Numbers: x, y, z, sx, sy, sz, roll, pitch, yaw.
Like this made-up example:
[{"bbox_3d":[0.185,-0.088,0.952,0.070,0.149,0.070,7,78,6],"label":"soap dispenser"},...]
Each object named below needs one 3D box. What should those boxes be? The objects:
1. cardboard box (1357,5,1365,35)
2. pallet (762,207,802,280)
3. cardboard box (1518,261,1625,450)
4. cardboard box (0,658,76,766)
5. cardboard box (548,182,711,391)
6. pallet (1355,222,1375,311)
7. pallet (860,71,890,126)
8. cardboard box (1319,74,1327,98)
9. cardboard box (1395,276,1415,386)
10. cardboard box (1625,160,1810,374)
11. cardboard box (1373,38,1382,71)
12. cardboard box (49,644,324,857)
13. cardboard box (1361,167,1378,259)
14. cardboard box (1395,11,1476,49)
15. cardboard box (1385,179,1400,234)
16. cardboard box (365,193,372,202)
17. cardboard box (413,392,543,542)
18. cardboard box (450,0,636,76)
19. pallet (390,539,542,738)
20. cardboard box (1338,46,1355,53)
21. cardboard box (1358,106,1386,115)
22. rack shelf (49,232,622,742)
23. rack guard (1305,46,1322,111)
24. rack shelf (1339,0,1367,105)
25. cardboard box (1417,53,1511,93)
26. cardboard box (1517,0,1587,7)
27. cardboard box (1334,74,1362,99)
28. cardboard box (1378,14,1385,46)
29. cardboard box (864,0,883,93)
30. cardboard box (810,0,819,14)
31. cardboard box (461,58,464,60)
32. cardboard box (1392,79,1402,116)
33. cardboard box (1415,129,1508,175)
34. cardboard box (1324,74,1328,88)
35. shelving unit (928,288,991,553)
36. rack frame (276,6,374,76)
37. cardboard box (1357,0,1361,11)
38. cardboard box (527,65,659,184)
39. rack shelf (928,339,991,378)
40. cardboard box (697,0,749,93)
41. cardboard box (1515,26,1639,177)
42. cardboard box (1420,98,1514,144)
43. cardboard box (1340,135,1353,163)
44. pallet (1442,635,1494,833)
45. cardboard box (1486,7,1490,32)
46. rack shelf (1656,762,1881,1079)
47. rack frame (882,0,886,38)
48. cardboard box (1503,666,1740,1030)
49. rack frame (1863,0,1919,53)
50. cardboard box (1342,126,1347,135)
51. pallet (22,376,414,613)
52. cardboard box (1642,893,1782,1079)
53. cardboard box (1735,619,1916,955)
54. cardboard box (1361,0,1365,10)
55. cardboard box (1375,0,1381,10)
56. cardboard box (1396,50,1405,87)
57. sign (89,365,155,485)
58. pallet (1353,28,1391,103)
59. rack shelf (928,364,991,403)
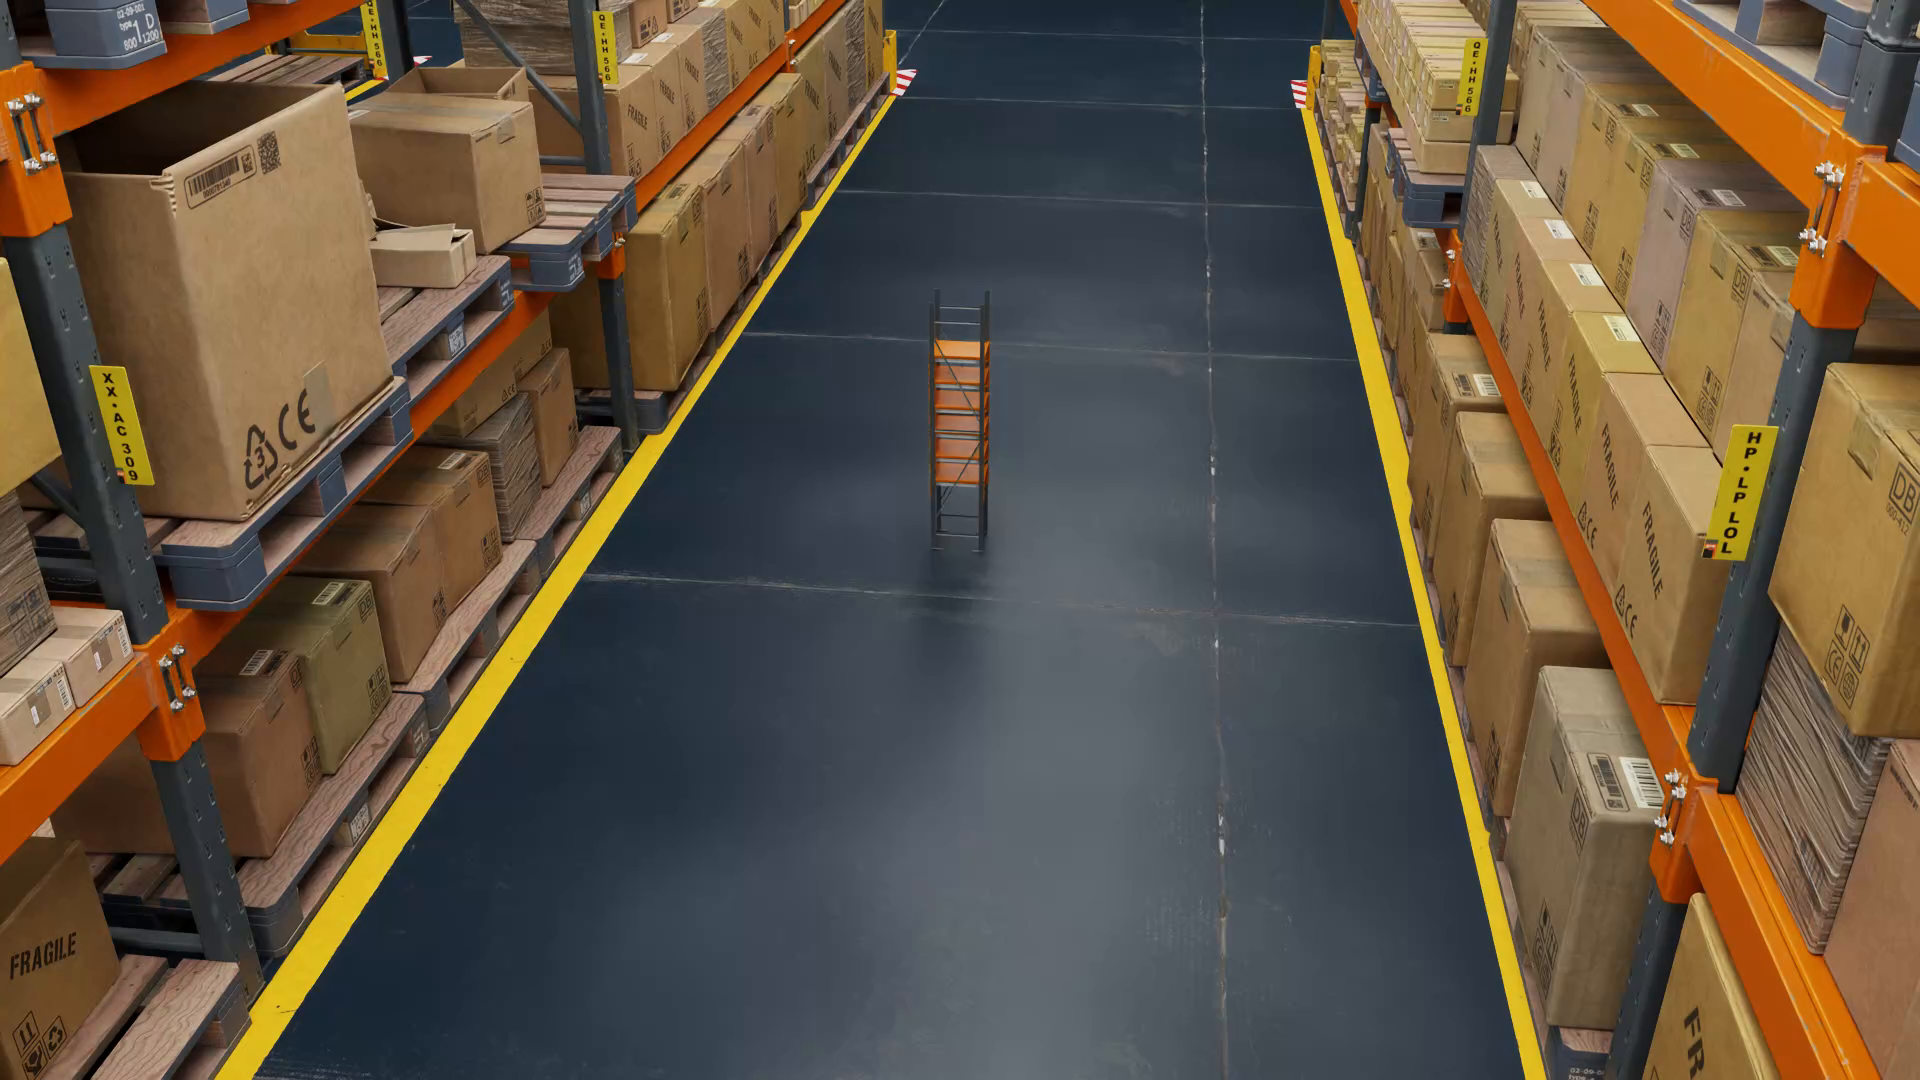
[{"bbox_3d":[2.723,-3.280,10.498,0.380,0.149,0.250,2,28,4],"label":"cardboard box"},{"bbox_3d":[-1.702,-2.105,11.435,1.003,0.211,1.213,3,28,6],"label":"pallet"},{"bbox_3d":[2.230,-0.619,5.630,0.500,0.500,0.500,3,28,6],"label":"cardboard box"},{"bbox_3d":[-2.437,0.412,4.088,0.380,0.149,0.250,3,28,6],"label":"cardboard box"},{"bbox_3d":[-2.067,-1.390,8.966,1.225,0.875,0.875,2,28,4],"label":"cardboard box"},{"bbox_3d":[3.134,-1.770,10.813,1.003,0.211,1.213,3,28,6],"label":"pallet"},{"bbox_3d":[-1.213,-3.974,14.905,1.003,0.211,1.213,3,28,6],"label":"pallet"},{"bbox_3d":[3.336,-3.949,14.480,0.380,0.149,0.250,4,29,7],"label":"cardboard box"},{"bbox_3d":[2.626,-1.135,8.887,0.500,0.500,0.500,4,29,8],"label":"cardboard box"},{"bbox_3d":[2.426,-0.797,4.907,0.700,0.500,0.500,4,29,7],"label":"cardboard box"},{"bbox_3d":[2.598,-2.794,9.595,0.380,0.149,0.250,2,28,4],"label":"cardboard box"},{"bbox_3d":[-2.566,0.685,5.488,0.700,0.500,0.500,1,28,2],"label":"cardboard box"},{"bbox_3d":[2.874,-2.116,10.708,0.500,0.500,0.500,4,29,8],"label":"cardboard box"},{"bbox_3d":[2.503,-2.684,8.763,0.380,0.149,0.250,5,29,9],"label":"cardboard box"},{"bbox_3d":[2.745,-1.956,9.620,0.500,0.250,0.500,4,29,8],"label":"cardboard box"},{"bbox_3d":[-2.606,-1.161,6.457,0.500,0.250,0.500,3,28,5],"label":"cardboard box"},{"bbox_3d":[-2.290,-0.332,7.376,0.700,0.500,0.500,1,28,2],"label":"cardboard box"},{"bbox_3d":[-2.067,-2.646,8.336,0.797,0.503,0.637,4,29,8],"label":"cardboard box"},{"bbox_3d":[-2.422,0.351,6.876,1.003,0.211,1.213,3,28,6],"label":"pallet"},{"bbox_3d":[3.402,-4.075,14.088,0.380,0.149,0.250,4,29,7],"label":"cardboard box"},{"bbox_3d":[3.138,-3.096,12.271,0.380,0.149,0.250,4,29,8],"label":"cardboard box"},{"bbox_3d":[-2.418,-0.559,6.384,1.077,0.370,4.000,3,28,6],"label":"rack shelf"},{"bbox_3d":[3.708,-4.111,14.854,1.175,0.500,0.348,3,28,6],"label":"rack guard"},{"bbox_3d":[3.473,-3.989,12.750,1.077,0.370,4.000,3,28,6],"label":"rack shelf"},{"bbox_3d":[2.376,-2.193,7.853,0.380,0.149,0.250,3,28,6],"label":"cardboard box"},{"bbox_3d":[3.212,-2.887,9.141,0.380,0.149,0.250,2,28,4],"label":"cardboard box"},{"bbox_3d":[3.175,-3.591,13.189,0.380,0.149,0.250,4,29,7],"label":"cardboard box"},{"bbox_3d":[2.600,-2.918,9.512,0.380,0.149,0.250,4,29,8],"label":"cardboard box"},{"bbox_3d":[-1.191,-4.527,14.787,0.875,0.875,0.875,3,28,6],"label":"cardboard box"},{"bbox_3d":[-1.252,-3.957,12.198,0.380,0.149,0.250,4,29,8],"label":"cardboard box"},{"bbox_3d":[-2.291,-2.342,8.830,0.500,0.500,0.500,3,28,6],"label":"cardboard box"},{"bbox_3d":[2.471,-2.296,8.672,0.380,0.149,0.250,2,28,4],"label":"cardboard box"},{"bbox_3d":[2.342,-1.815,7.778,0.380,0.149,0.250,4,29,7],"label":"cardboard box"},{"bbox_3d":[3.309,-3.951,14.170,0.380,0.149,0.250,3,28,6],"label":"cardboard box"},{"bbox_3d":[-0.002,-0.521,7.453,0.258,1.200,0.189,3,28,6],"label":"shelving unit"},{"bbox_3d":[-6.108,-5.871,15.485,1.000,3.000,0.127,3,28,6],"label":"rack frame"},{"bbox_3d":[3.105,-3.901,12.094,0.380,0.149,0.250,2,28,4],"label":"cardboard box"},{"bbox_3d":[-1.843,-2.074,8.332,0.500,0.500,0.500,4,29,8],"label":"cardboard box"},{"bbox_3d":[-0.002,-0.799,7.303,0.258,0.103,0.180,3,28,6],"label":"rack shelf"},{"bbox_3d":[-1.593,-3.029,10.105,0.500,0.500,0.500,3,28,6],"label":"cardboard box"},{"bbox_3d":[2.673,-1.755,6.685,0.700,0.500,0.500,3,28,6],"label":"cardboard box"},{"bbox_3d":[2.346,-1.946,7.707,0.380,0.149,0.250,4,29,7],"label":"cardboard box"},{"bbox_3d":[2.987,-2.847,12.122,0.380,0.149,0.250,2,28,4],"label":"cardboard box"},{"bbox_3d":[2.414,0.686,6.255,1.003,0.211,1.213,3,28,6],"label":"pallet"},{"bbox_3d":[3.281,-3.001,9.667,0.380,0.149,0.250,2,28,5],"label":"cardboard box"},{"bbox_3d":[2.002,1.660,2.266,1.077,0.370,4.000,3,28,6],"label":"rack shelf"},{"bbox_3d":[-1.192,-5.583,14.951,1.000,3.000,0.127,3,28,6],"label":"rack frame"},{"bbox_3d":[2.234,0.909,4.828,1.050,0.750,0.750,3,28,6],"label":"cardboard box"},{"bbox_3d":[2.247,-2.240,2.419,1.000,3.000,0.127,3,28,6],"label":"rack frame"},{"bbox_3d":[3.163,-3.105,12.913,0.380,0.149,0.250,4,29,7],"label":"cardboard box"},{"bbox_3d":[-2.425,-0.201,5.163,1.003,0.211,1.213,3,28,6],"label":"pallet"},{"bbox_3d":[2.101,1.444,3.705,0.875,0.875,0.875,4,29,7],"label":"cardboard box"},{"bbox_3d":[2.214,0.510,3.483,0.875,0.550,0.550,3,28,6],"label":"cardboard box"},{"bbox_3d":[2.723,-3.411,10.427,0.380,0.149,0.250,4,29,7],"label":"cardboard box"},{"bbox_3d":[2.628,-3.172,9.671,0.380,0.149,0.250,3,28,6],"label":"cardboard box"},{"bbox_3d":[2.471,-2.430,8.607,0.380,0.149,0.250,3,28,6],"label":"cardboard box"},{"bbox_3d":[-2.123,-0.288,4.209,0.100,0.325,0.005,3,28,6],"label":"sign"},{"bbox_3d":[2.990,-2.929,10.226,1.003,0.211,1.213,3,28,6],"label":"pallet"},{"bbox_3d":[-0.002,-0.694,7.360,0.258,0.103,0.180,3,28,6],"label":"rack shelf"}]
